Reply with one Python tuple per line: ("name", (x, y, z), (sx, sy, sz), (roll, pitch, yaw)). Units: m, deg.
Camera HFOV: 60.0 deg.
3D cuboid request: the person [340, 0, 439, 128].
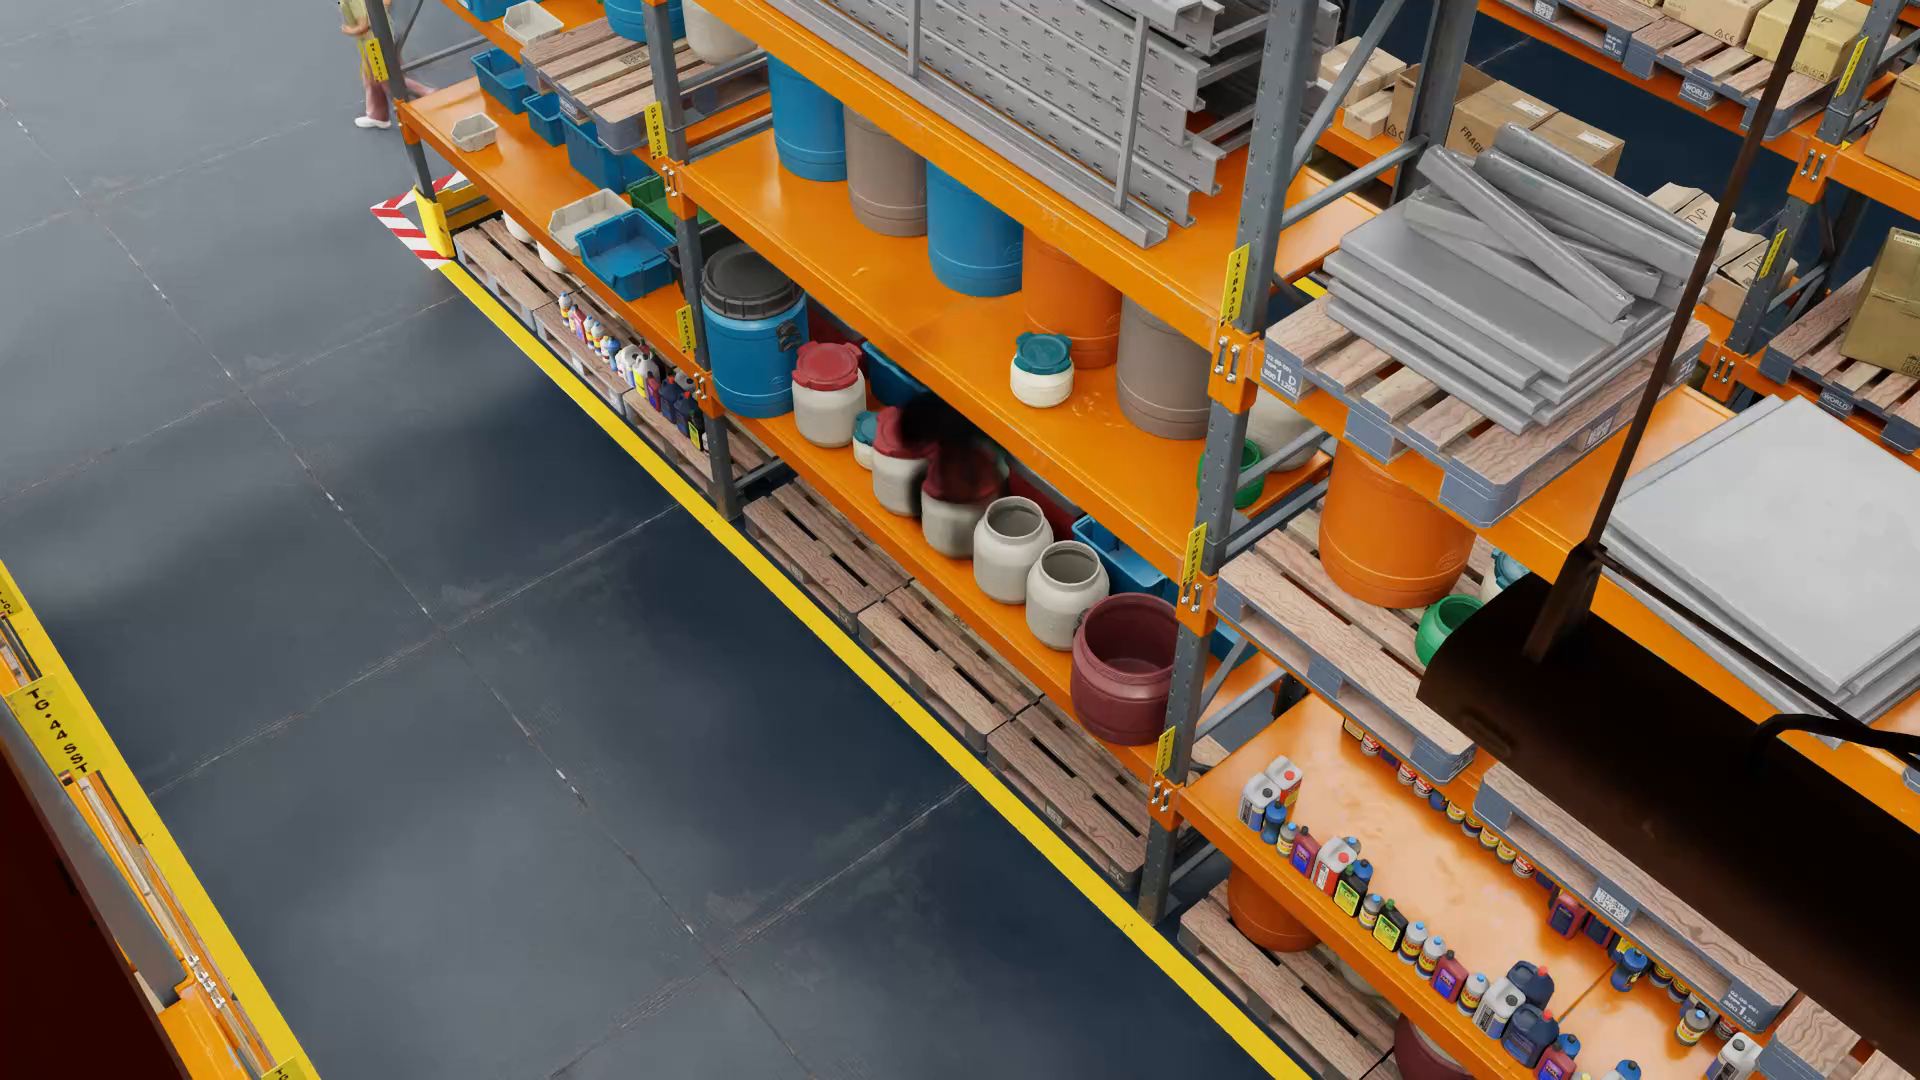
("person", (-4.754, -4.069, 13.677), (0.914, 1.646, 0.584), (-1, 46, -1))
